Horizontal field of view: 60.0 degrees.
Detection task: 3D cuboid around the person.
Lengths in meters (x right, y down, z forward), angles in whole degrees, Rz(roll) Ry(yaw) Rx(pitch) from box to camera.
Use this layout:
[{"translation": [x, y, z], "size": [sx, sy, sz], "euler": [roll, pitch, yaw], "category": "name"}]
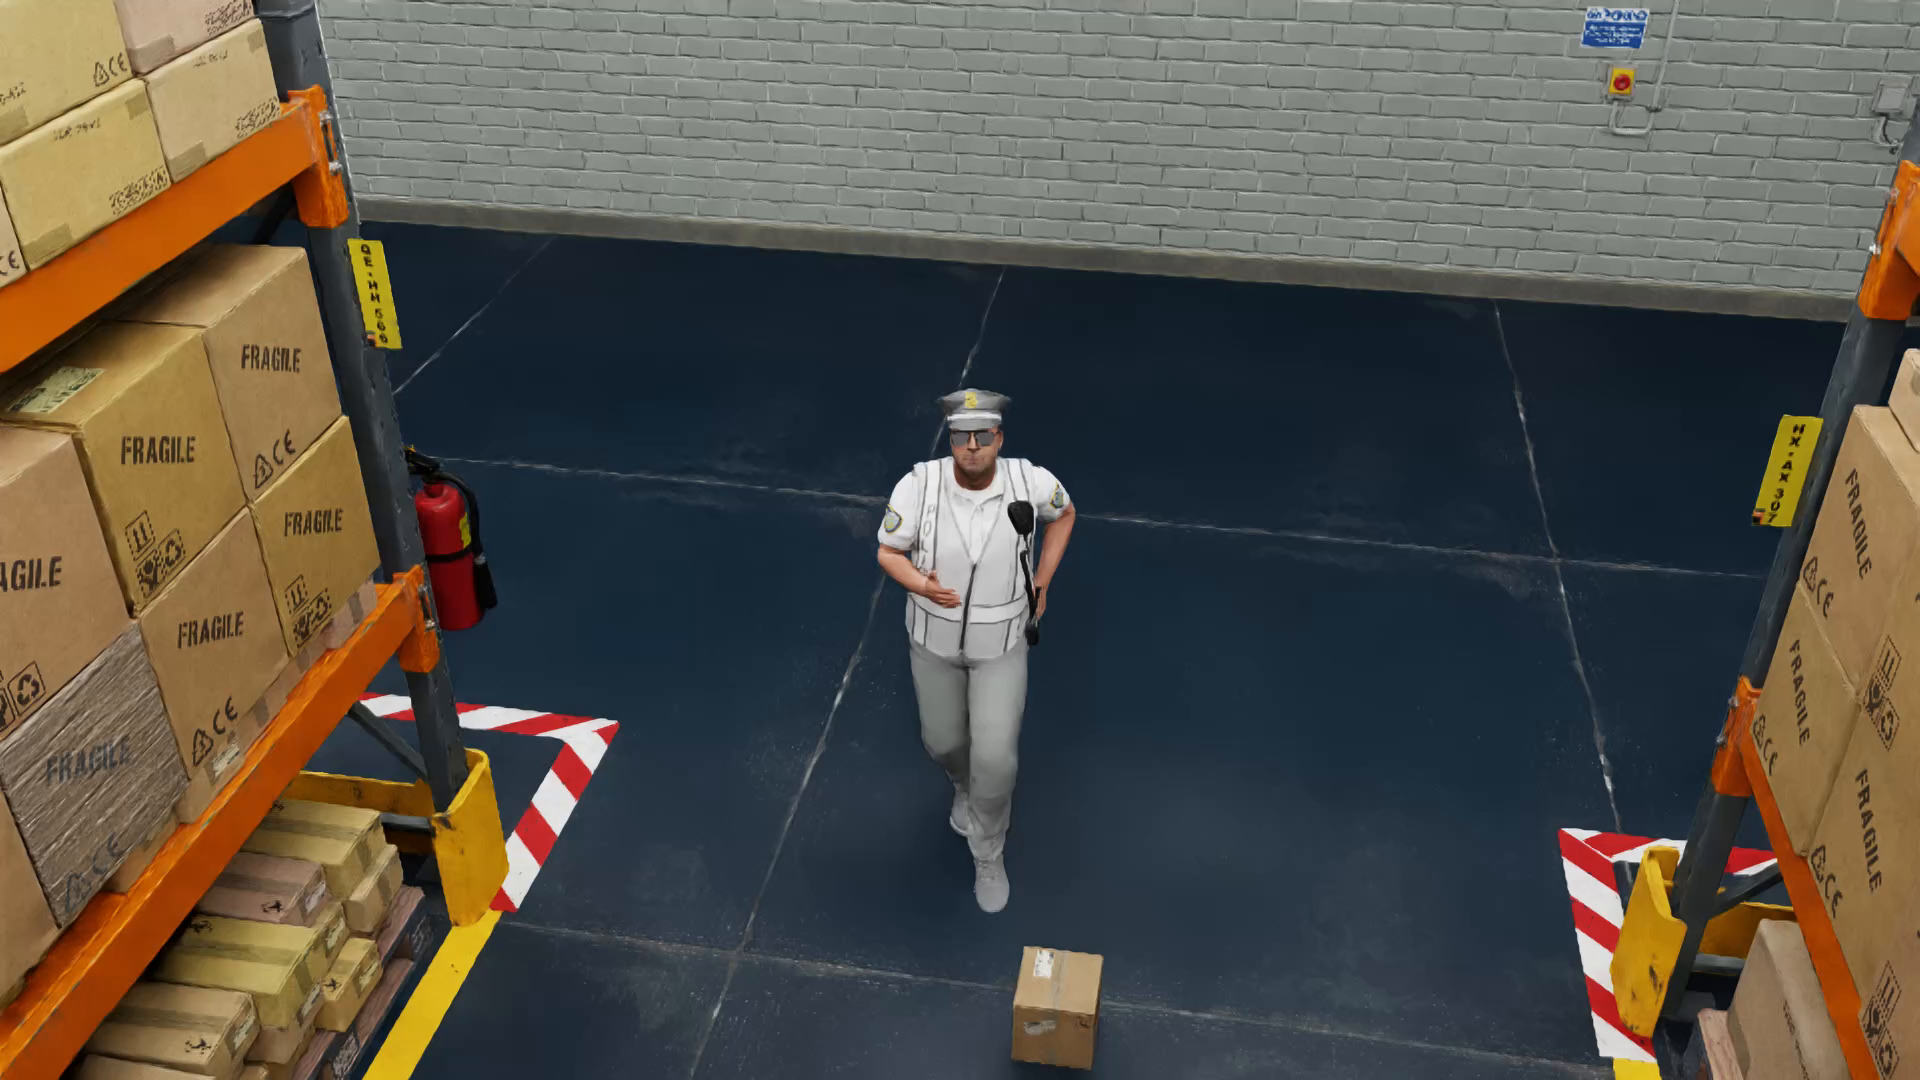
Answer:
[{"translation": [0.031, 0.345, 5.601], "size": [0.634, 1.803, 0.761], "euler": [5, 32, 7], "category": "person"}]
